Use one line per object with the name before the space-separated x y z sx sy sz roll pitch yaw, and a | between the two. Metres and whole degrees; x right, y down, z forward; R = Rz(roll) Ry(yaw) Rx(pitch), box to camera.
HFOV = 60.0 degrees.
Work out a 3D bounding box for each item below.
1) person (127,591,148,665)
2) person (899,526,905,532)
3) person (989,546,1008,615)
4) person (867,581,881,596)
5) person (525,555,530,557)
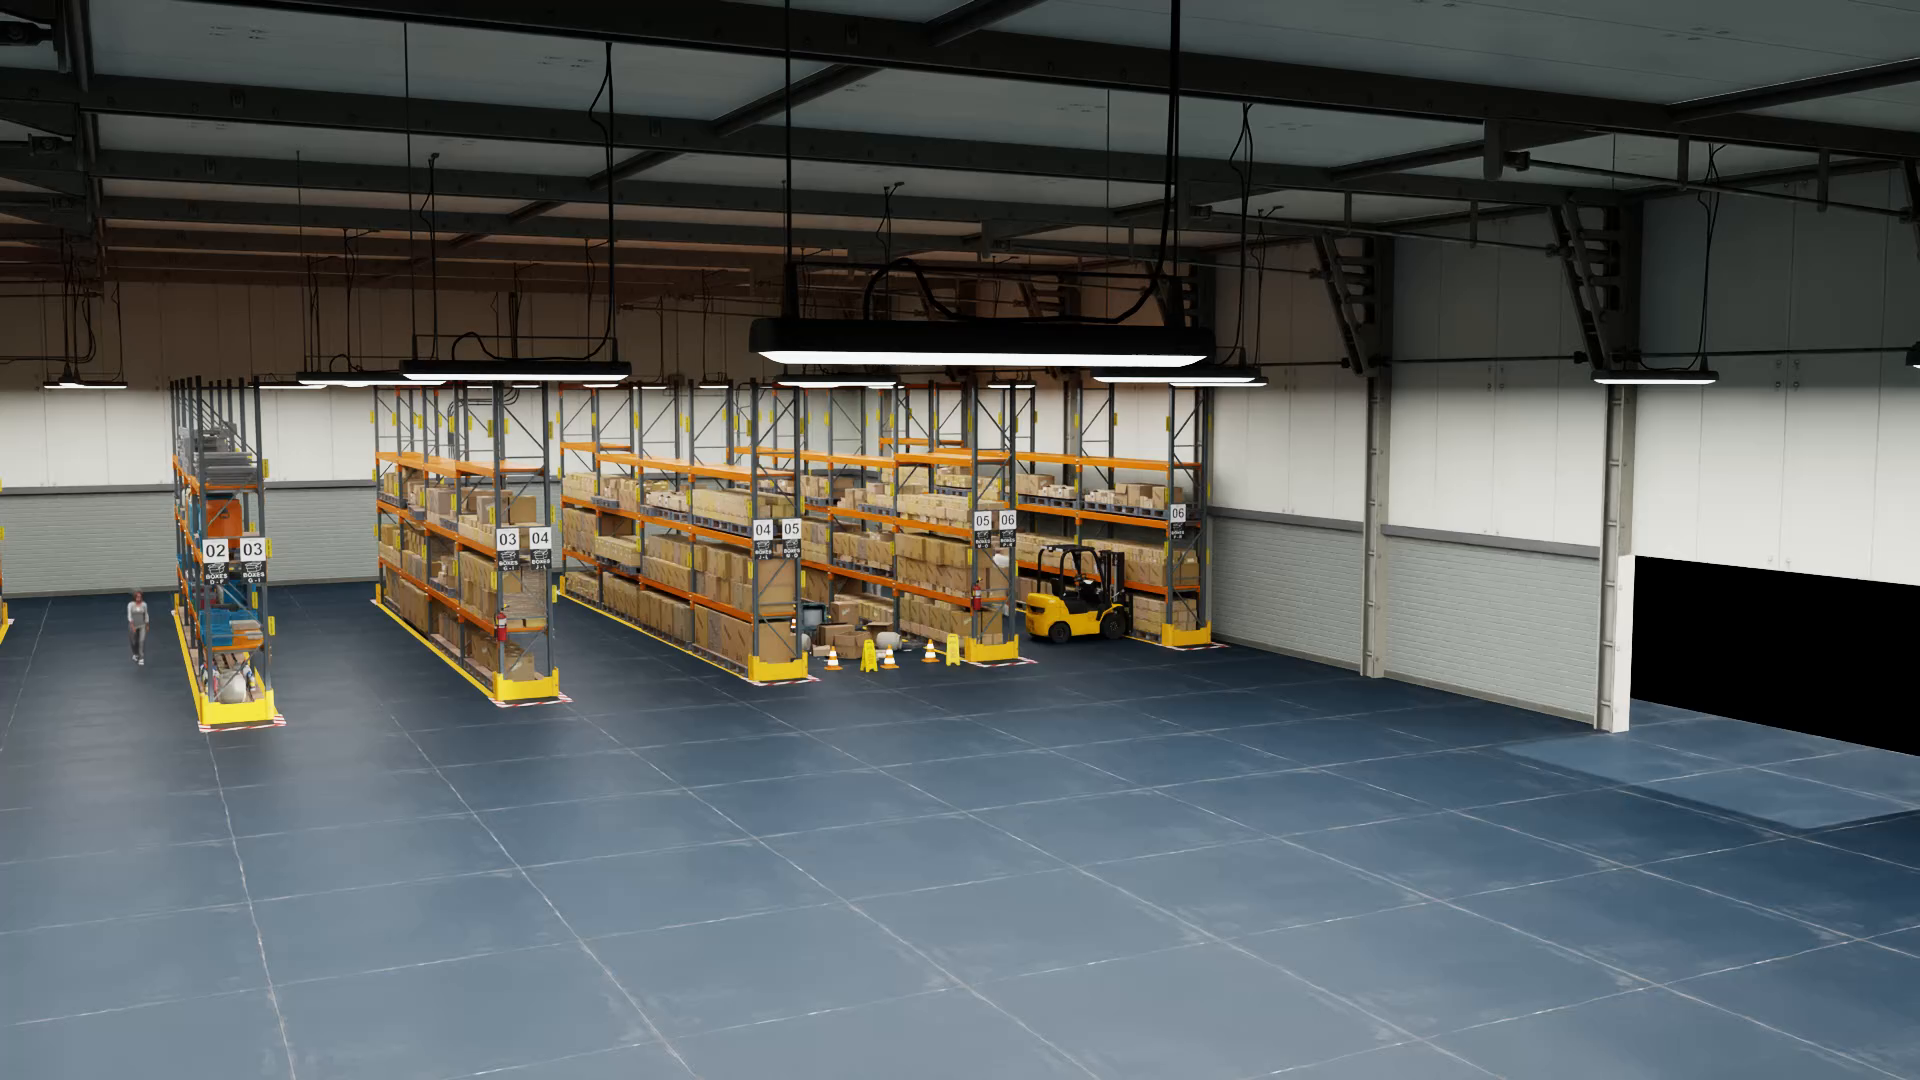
person | -17.321 1.892 35.075 0.398 1.409 0.964 -3 6 -29
person | -1.643 0.413 47.179 0.454 1.625 1.015 -2 5 -18
person | 1.011 1.063 42.645 0.626 1.813 0.595 -4 7 -41
person | -2.413 0.817 45.182 0.594 1.770 0.541 -2 5 -17
person | -11.065 1.147 42.316 0.544 1.659 0.541 -4 7 -40
